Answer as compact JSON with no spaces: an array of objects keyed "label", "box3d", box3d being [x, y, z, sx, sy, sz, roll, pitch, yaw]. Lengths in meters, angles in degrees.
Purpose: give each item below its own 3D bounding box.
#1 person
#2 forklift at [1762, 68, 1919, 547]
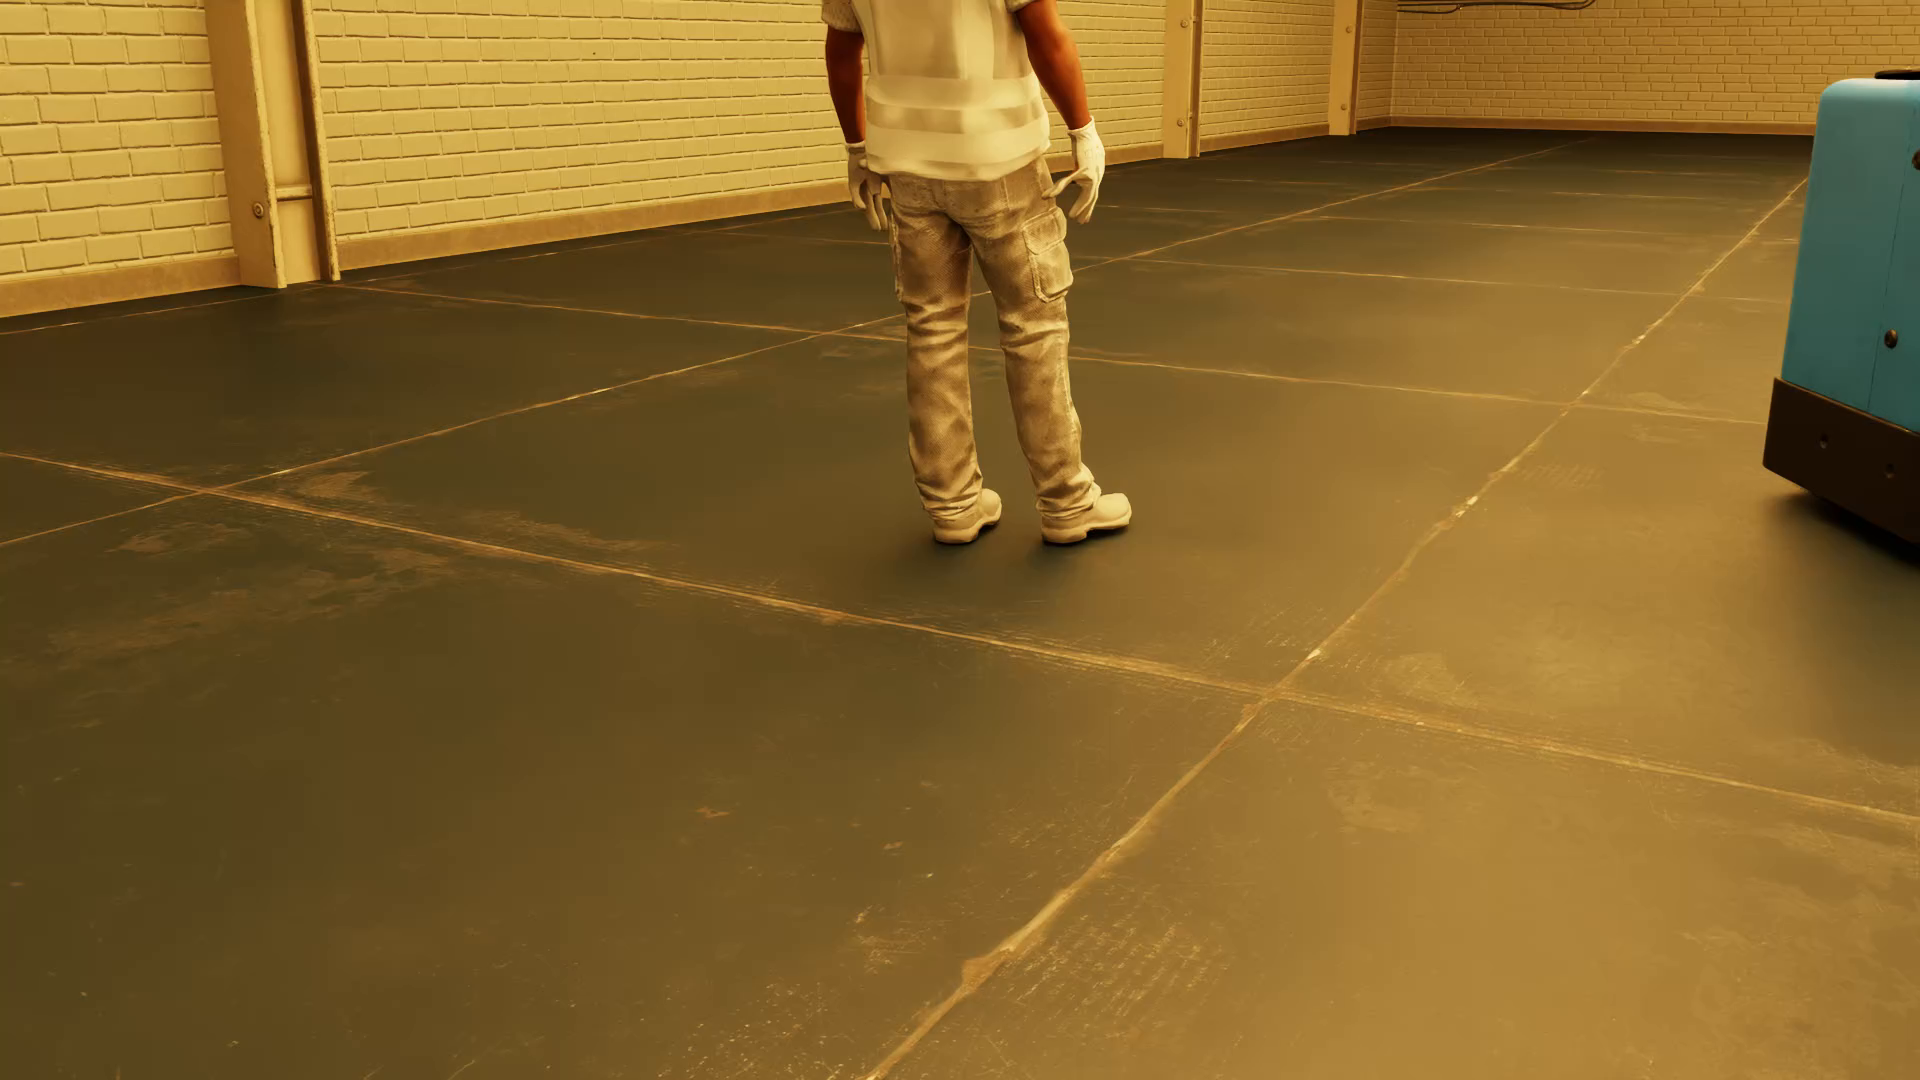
[{"label":"person","box3d":[0.042,-0.879,3.844,0.656,1.784,0.575,9,19,28]},{"label":"forklift","box3d":[3.664,-1.410,3.641,3.031,2.935,1.130,0,16,0]}]
